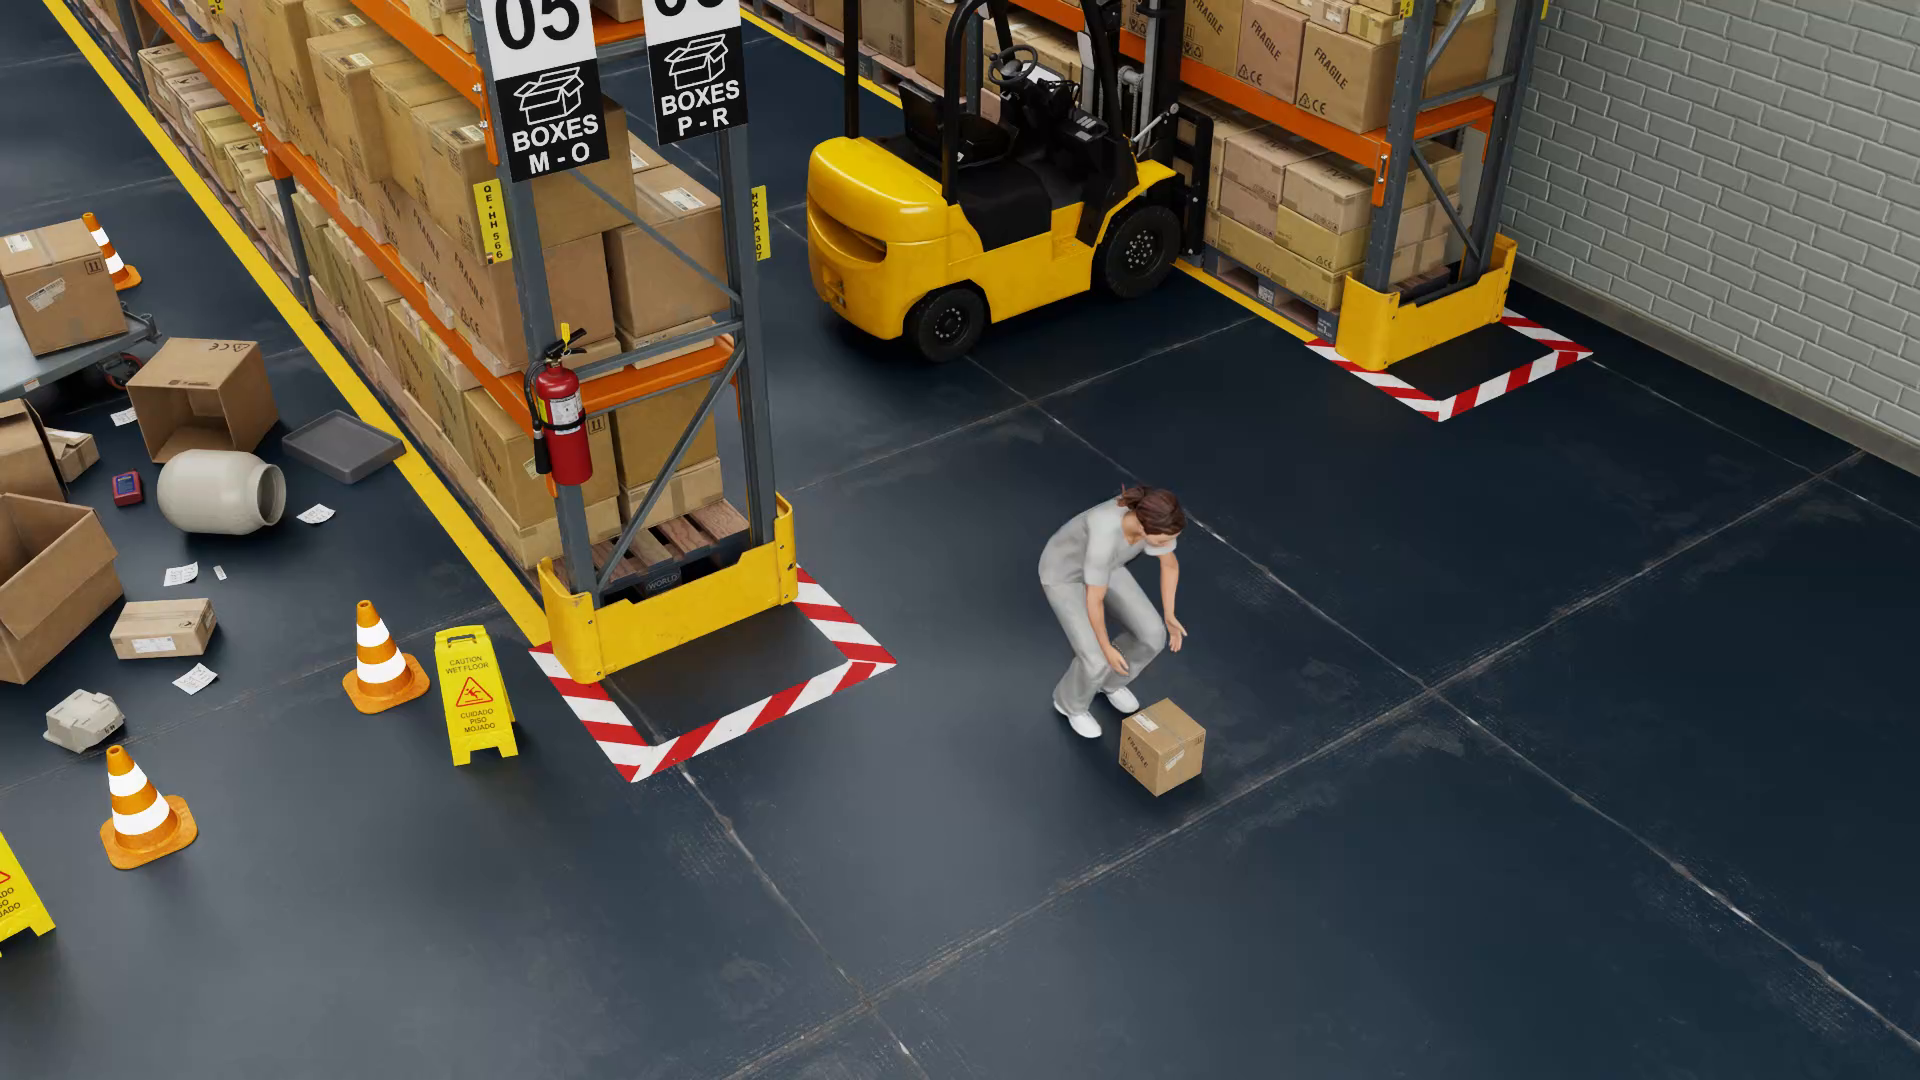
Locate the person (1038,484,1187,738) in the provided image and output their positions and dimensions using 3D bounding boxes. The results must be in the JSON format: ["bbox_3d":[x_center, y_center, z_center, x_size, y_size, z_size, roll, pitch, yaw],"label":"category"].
[{"bbox_3d":[0.652,0.233,7.003,0.490,1.304,0.682,-23,42,-27],"label":"person"}]
